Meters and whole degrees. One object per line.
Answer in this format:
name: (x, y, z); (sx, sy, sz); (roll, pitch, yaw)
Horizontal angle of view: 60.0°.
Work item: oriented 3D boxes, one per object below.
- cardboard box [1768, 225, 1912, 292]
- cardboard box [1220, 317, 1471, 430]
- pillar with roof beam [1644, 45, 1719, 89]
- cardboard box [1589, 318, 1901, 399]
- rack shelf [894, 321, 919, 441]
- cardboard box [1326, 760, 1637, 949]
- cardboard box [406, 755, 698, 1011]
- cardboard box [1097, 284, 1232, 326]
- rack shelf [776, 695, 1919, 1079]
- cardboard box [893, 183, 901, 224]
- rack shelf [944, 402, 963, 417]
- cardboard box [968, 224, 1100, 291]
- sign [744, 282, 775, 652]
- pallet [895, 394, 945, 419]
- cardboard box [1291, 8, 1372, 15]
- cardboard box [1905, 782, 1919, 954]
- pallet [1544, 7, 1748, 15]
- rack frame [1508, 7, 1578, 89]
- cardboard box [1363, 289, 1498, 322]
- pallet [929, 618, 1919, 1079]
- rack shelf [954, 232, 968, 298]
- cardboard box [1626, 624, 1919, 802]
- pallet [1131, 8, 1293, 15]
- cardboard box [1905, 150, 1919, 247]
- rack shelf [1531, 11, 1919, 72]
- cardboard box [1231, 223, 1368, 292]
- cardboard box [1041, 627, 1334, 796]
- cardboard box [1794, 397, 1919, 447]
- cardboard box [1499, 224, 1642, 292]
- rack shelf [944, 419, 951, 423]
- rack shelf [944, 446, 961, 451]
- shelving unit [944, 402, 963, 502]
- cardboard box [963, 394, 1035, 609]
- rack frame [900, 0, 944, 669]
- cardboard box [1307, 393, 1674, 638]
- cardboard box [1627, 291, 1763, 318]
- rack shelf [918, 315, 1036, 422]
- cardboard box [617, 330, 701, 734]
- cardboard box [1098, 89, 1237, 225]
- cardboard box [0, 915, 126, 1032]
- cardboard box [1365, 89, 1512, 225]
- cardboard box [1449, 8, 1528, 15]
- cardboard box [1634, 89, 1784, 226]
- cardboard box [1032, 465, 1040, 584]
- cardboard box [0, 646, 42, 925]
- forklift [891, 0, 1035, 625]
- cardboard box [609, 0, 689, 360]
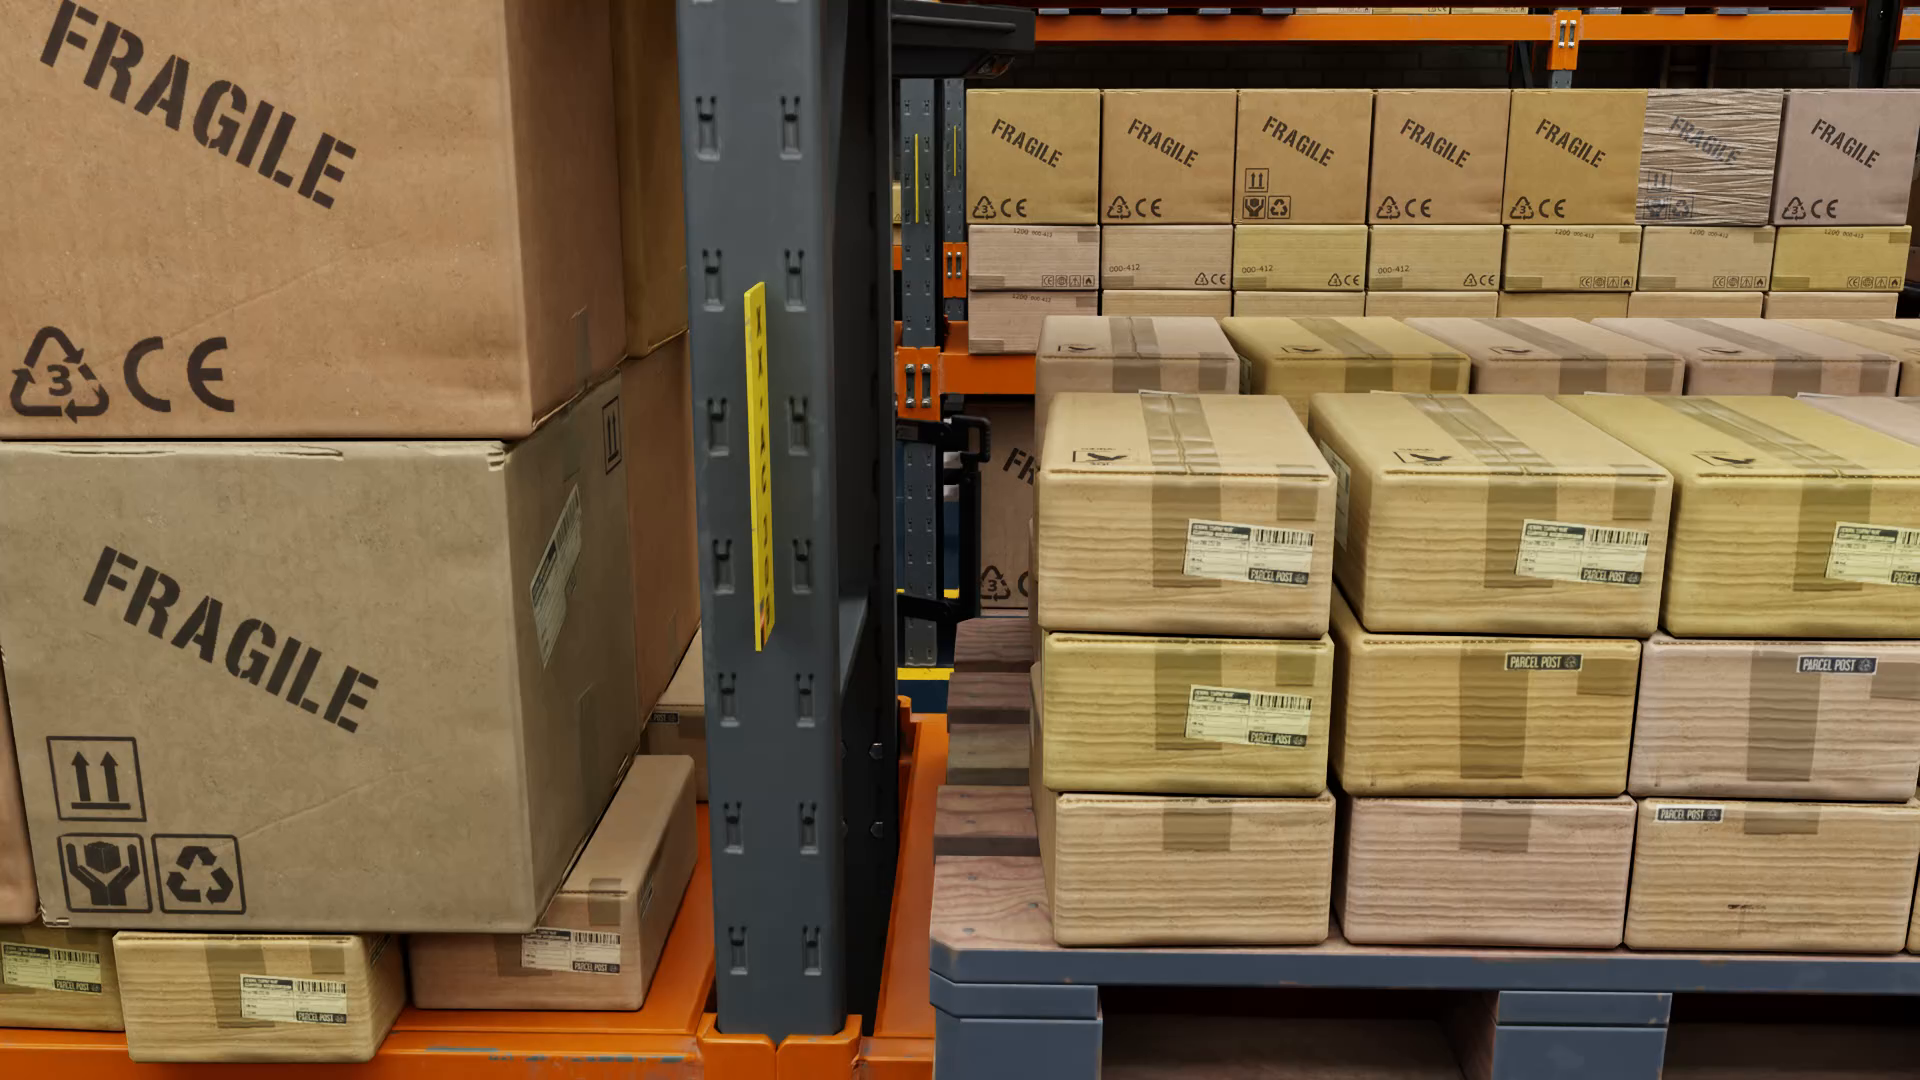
cardboard box: (3.358, -1.131, 6.562); (0.500, 0.250, 0.500); (0, 15, 1)
cardboard box: (0.500, -0.202, 2.227); (0.250, 0.149, 0.380); (0, 15, 0)
pillar with roof beam: (5.188, -4.314, 7.551); (0.400, 9.000, 9.100); (0, 15, 1)
cardboard box: (1.020, -0.198, 2.213); (0.250, 0.149, 0.380); (0, 15, 1)
rack shelf: (-2.149, -0.715, 7.080); (4.000, 0.370, 1.077); (0, 15, 1)
cardboard box: (0.484, 0.252, 1.675); (0.250, 0.149, 0.380); (1, 15, 2)
cardboard box: (-0.467, 0.393, 1.965); (0.250, 0.149, 0.380); (0, 15, 1)
cardboard box: (0.800, -0.904, 6.681); (0.500, 0.250, 0.500); (0, 15, 0)
rack shelf: (1.824, 0.574, 2.194); (4.000, 0.370, 1.077); (0, 15, 1)
cardboard box: (-0.542, -2.328, 11.495); (0.500, 0.250, 0.500); (1, 15, 3)
rack shelf: (-0.008, -0.664, 8.665); (0.200, 0.077, 0.258); (0, 15, 1)
cardboard box: (0.283, -1.144, 6.611); (0.500, 0.250, 0.500); (0, 15, 0)
sign: (-0.182, -0.067, 1.517); (0.005, 0.325, 0.100); (0, 15, 1)
pallet: (-0.714, -0.972, 12.111); (1.213, 0.211, 1.003); (0, 15, 1)
cardboard box: (2.450, -3.615, 11.076); (0.500, 0.250, 0.500); (0, 15, 1)
cardboard box: (0.985, 0.256, 1.658); (0.250, 0.149, 0.380); (1, 15, 2)
pallet: (4.652, -3.667, 11.349); (1.003, 0.211, 1.213); (1, 15, 4)
rack frame: (3.972, -2.290, 11.638); (0.127, 3.000, 1.000); (0, 15, 1)
cardboard box: (1.812, -0.891, 6.631); (0.500, 0.250, 0.500); (0, 15, 1)
pallet: (0.585, 0.348, 2.017); (1.213, 0.211, 1.003); (0, 15, 1)
rack shelf: (1.972, -1.955, 11.779); (4.000, 0.370, 1.077); (0, 15, 1)
cardboard box: (0.724, 0.110, 1.627); (0.250, 0.149, 0.380); (1, 15, 3)
pallet: (1.660, -3.647, 11.272); (1.003, 0.211, 1.213); (0, 15, 1)
cardboard box: (4.310, -1.487, 6.993); (0.500, 0.500, 0.500); (0, 15, 0)
rack shelf: (5.971, -3.379, 11.298); (4.000, 0.370, 1.077); (0, 15, 1)
cardboard box: (1.308, -1.138, 6.587); (0.500, 0.250, 0.500); (1, 15, 2)
cardboard box: (0.207, 0.108, 1.638); (0.250, 0.149, 0.380); (1, 15, 2)
cardboard box: (0.991, -0.031, 1.582); (0.250, 0.149, 0.380); (0, 15, 1)
cardboard box: (2.333, -1.132, 6.564); (0.500, 0.250, 0.500); (0, 15, 0)
rack shelf: (-0.008, -0.577, 8.688); (0.200, 0.077, 0.258); (0, 15, 1)
rack shelf: (-0.008, -0.490, 8.711); (0.200, 0.077, 0.258); (0, 15, 1)
shelving unit: (-0.008, -0.435, 8.725); (0.210, 0.900, 0.258); (0, 15, 1)
cardboard box: (0.472, -0.242, 7.218); (0.875, 0.875, 0.875); (1, 15, 3)
rack frame: (-0.150, -1.050, 6.939); (0.127, 3.000, 1.000); (0, 15, 1)
cardboard box: (0.486, -0.036, 1.599); (0.250, 0.149, 0.380); (1, 15, 3)
cardboard box: (2.825, -0.888, 6.618); (0.500, 0.250, 0.500); (1, 15, 2)
rack shelf: (1.849, -0.689, 6.981); (4.000, 0.370, 1.077); (0, 15, 1)
cardboard box: (-0.664, -0.046, 2.357); (0.500, 0.500, 0.500); (0, 15, 0)
cardboard box: (0.792, -1.509, 6.524); (0.500, 0.500, 0.500); (0, 15, 1)
cardboard box: (-0.993, 0.402, 1.930); (0.250, 0.149, 0.380); (1, 15, 4)
cardboard box: (1.810, -1.503, 6.503); (0.500, 0.500, 0.500); (0, 15, 1)
cardboard box: (3.452, -3.609, 11.053); (0.500, 0.250, 0.500); (0, 15, 0)
cardboard box: (2.812, -1.493, 6.464); (0.500, 0.500, 0.500); (1, 15, 2)
cardboard box: (0.227, -0.060, 2.273); (0.250, 0.149, 0.380); (1, 15, 3)
cardboard box: (-1.185, 0.086, 1.854); (0.500, 0.500, 0.500); (0, 15, 0)
forklift: (-0.449, -0.386, 4.556); (3.031, 2.935, 1.130); (9, 17, 29)
cardboard box: (-0.620, -0.527, 2.220); (0.500, 0.500, 0.500); (1, 15, 3)
